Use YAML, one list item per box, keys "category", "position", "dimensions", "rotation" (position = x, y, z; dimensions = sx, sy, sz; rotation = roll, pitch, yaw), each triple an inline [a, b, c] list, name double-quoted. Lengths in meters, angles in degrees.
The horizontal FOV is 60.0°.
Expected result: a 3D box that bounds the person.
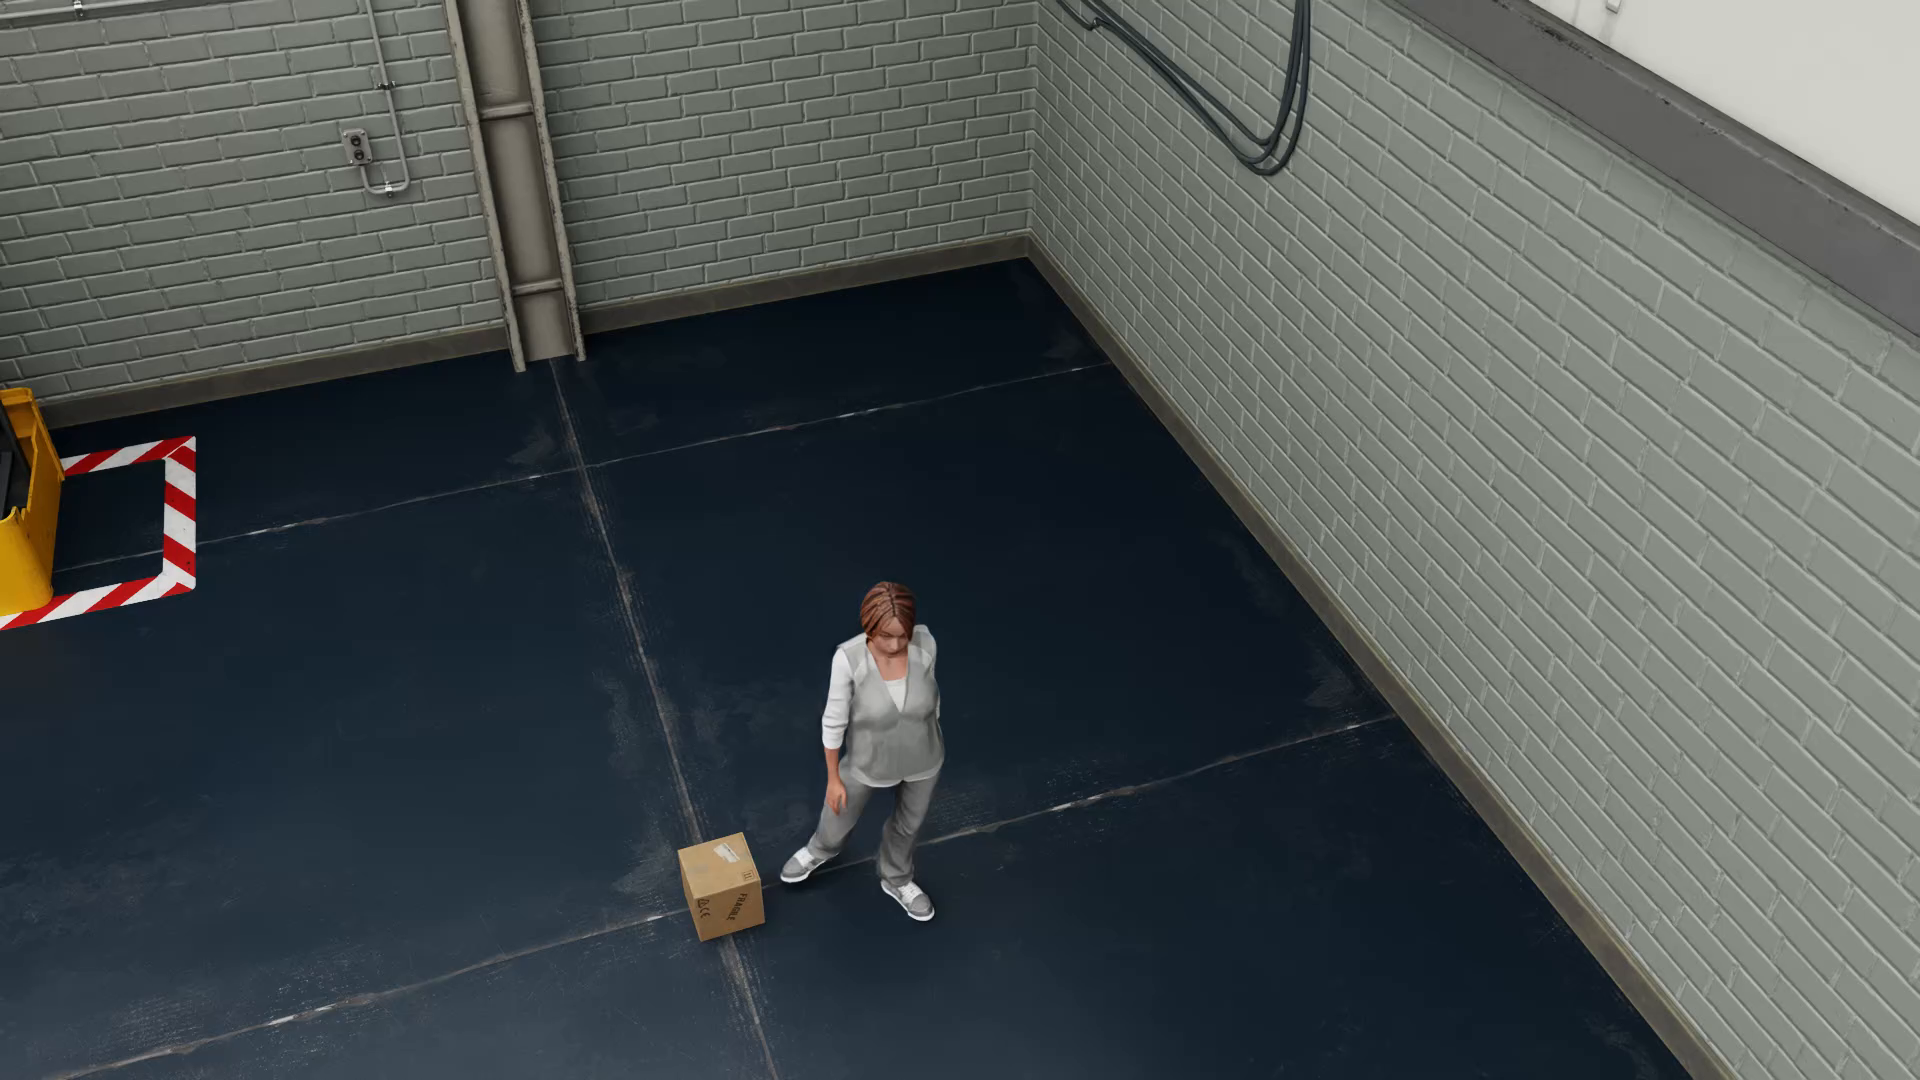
- category: "person"
  position: [-0.358, 0.750, 5.834]
  dimensions: [0.597, 1.590, 0.454]
  rotation: [-10, 39, -12]
